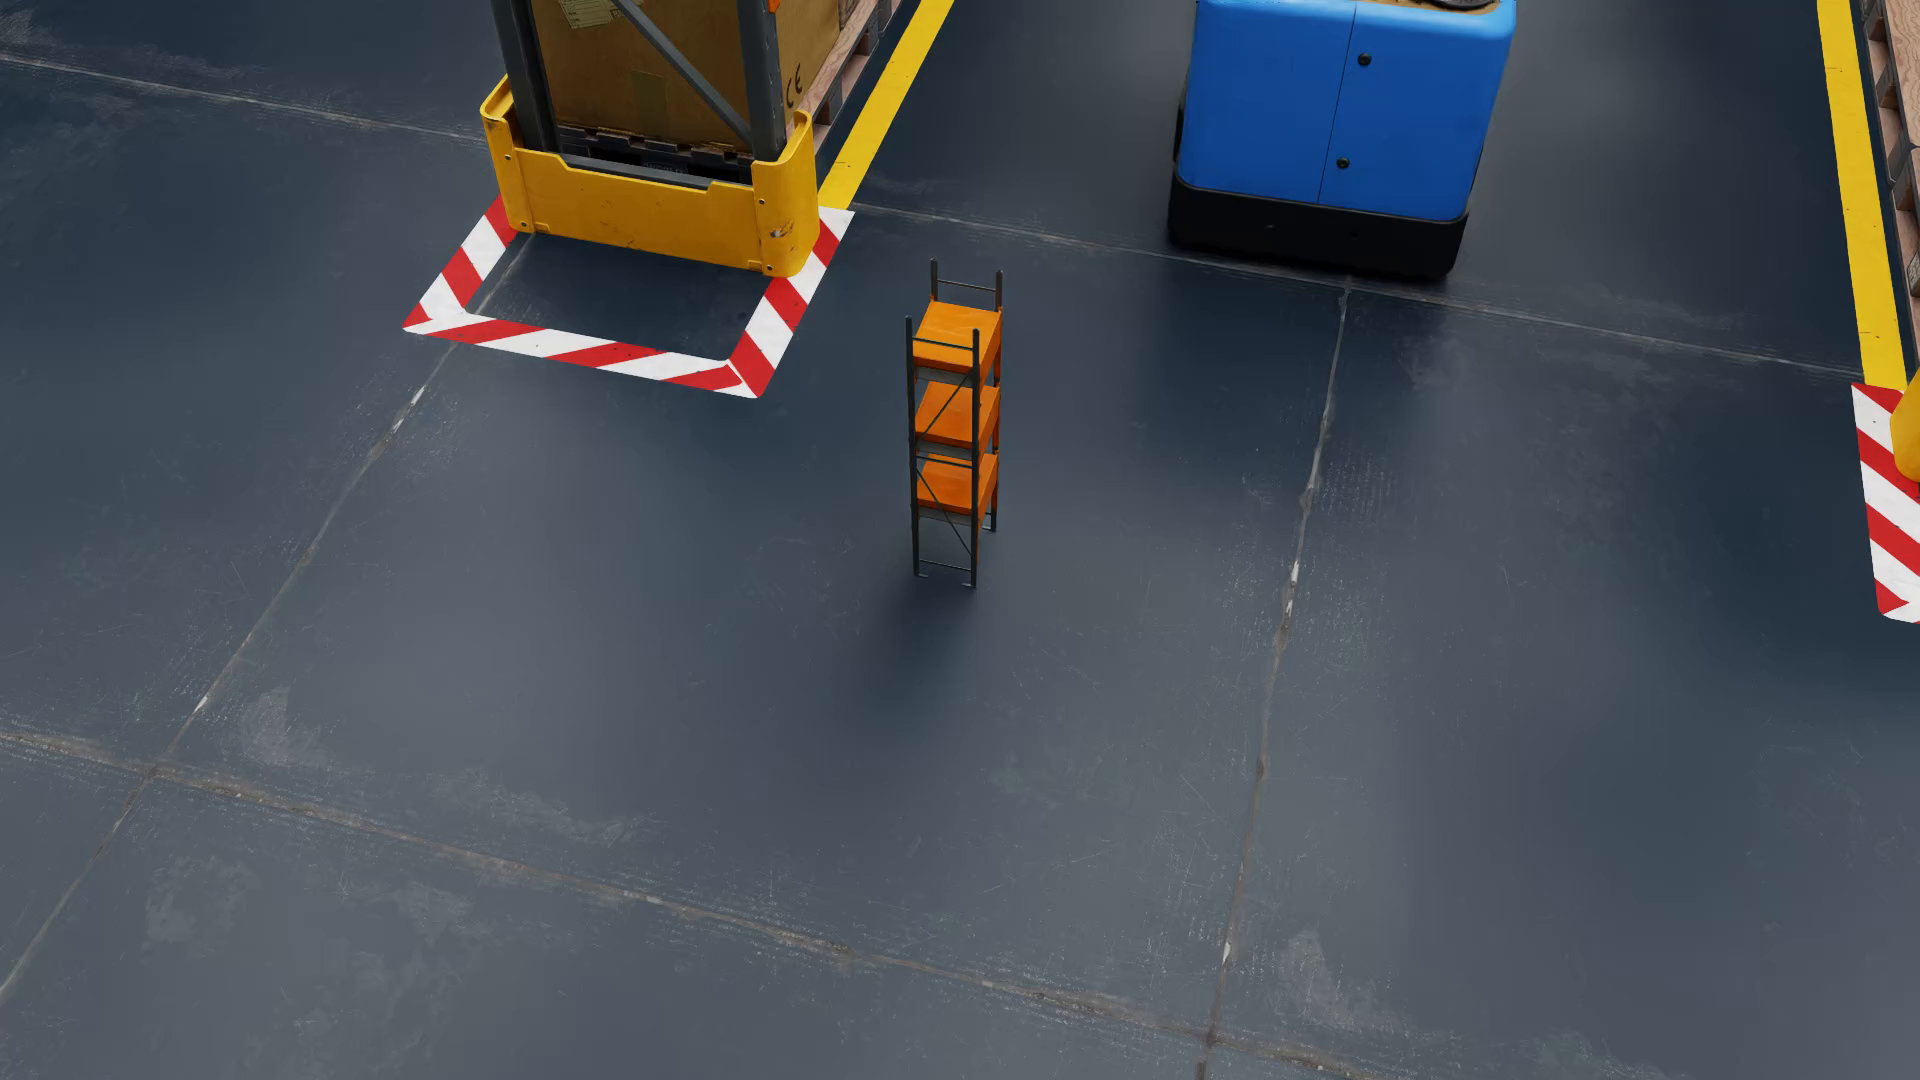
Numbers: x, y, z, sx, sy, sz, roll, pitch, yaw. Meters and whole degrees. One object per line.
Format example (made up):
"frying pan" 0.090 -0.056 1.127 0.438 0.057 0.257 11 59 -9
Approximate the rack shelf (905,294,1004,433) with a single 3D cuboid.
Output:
"rack shelf" -0.014 -0.489 4.617 0.215 0.259 0.240 12 50 10

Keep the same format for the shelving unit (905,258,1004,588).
"shelving unit" -0.014 -0.309 4.822 0.215 1.050 0.252 12 50 10

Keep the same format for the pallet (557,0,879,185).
"pallet" -0.980 -1.869 6.759 1.003 0.211 1.213 12 50 10

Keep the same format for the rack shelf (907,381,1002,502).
"rack shelf" -0.014 -0.302 4.830 0.215 0.259 0.240 12 50 10

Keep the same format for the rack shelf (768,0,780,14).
"rack shelf" -0.589 -3.407 6.736 1.077 0.370 4.000 12 50 10

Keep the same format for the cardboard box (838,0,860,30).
"cardboard box" -0.784 -2.771 6.832 0.875 0.875 0.875 12 50 10

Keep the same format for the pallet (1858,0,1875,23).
"pallet" 4.560 -2.652 7.450 1.003 0.211 1.213 12 50 10

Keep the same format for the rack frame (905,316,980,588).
"rack frame" -0.046 -0.220 4.744 0.200 1.050 0.008 12 50 10

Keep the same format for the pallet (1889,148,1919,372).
"pallet" 3.918 -0.887 5.892 1.003 0.211 1.213 12 50 10

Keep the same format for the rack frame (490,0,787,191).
"rack frame" -1.115 -2.198 5.190 1.000 3.000 0.127 12 50 10

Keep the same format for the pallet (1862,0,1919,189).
"pallet" 4.241 -1.767 6.669 1.003 0.211 1.213 12 50 10

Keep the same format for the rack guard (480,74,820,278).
"rack guard" -1.121 -1.354 6.111 1.175 0.500 0.348 12 50 10

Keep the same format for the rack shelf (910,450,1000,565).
"rack shelf" -0.014 -0.118 5.039 0.215 0.259 0.240 12 50 10

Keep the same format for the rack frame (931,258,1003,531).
"rack frame" 0.018 -0.397 4.900 0.200 1.050 0.008 12 50 10

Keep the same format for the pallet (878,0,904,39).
"pallet" -0.657 -2.749 7.536 1.003 0.211 1.213 12 50 10

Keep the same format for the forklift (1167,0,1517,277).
"forklift" 1.608 -3.048 5.985 1.130 2.935 3.031 10 49 9

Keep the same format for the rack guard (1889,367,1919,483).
"rack guard" 3.670 -0.374 5.247 1.175 0.500 0.348 12 50 10

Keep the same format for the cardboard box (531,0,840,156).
"cardboard box" -1.024 -2.113 6.251 0.875 0.875 0.875 12 50 10
